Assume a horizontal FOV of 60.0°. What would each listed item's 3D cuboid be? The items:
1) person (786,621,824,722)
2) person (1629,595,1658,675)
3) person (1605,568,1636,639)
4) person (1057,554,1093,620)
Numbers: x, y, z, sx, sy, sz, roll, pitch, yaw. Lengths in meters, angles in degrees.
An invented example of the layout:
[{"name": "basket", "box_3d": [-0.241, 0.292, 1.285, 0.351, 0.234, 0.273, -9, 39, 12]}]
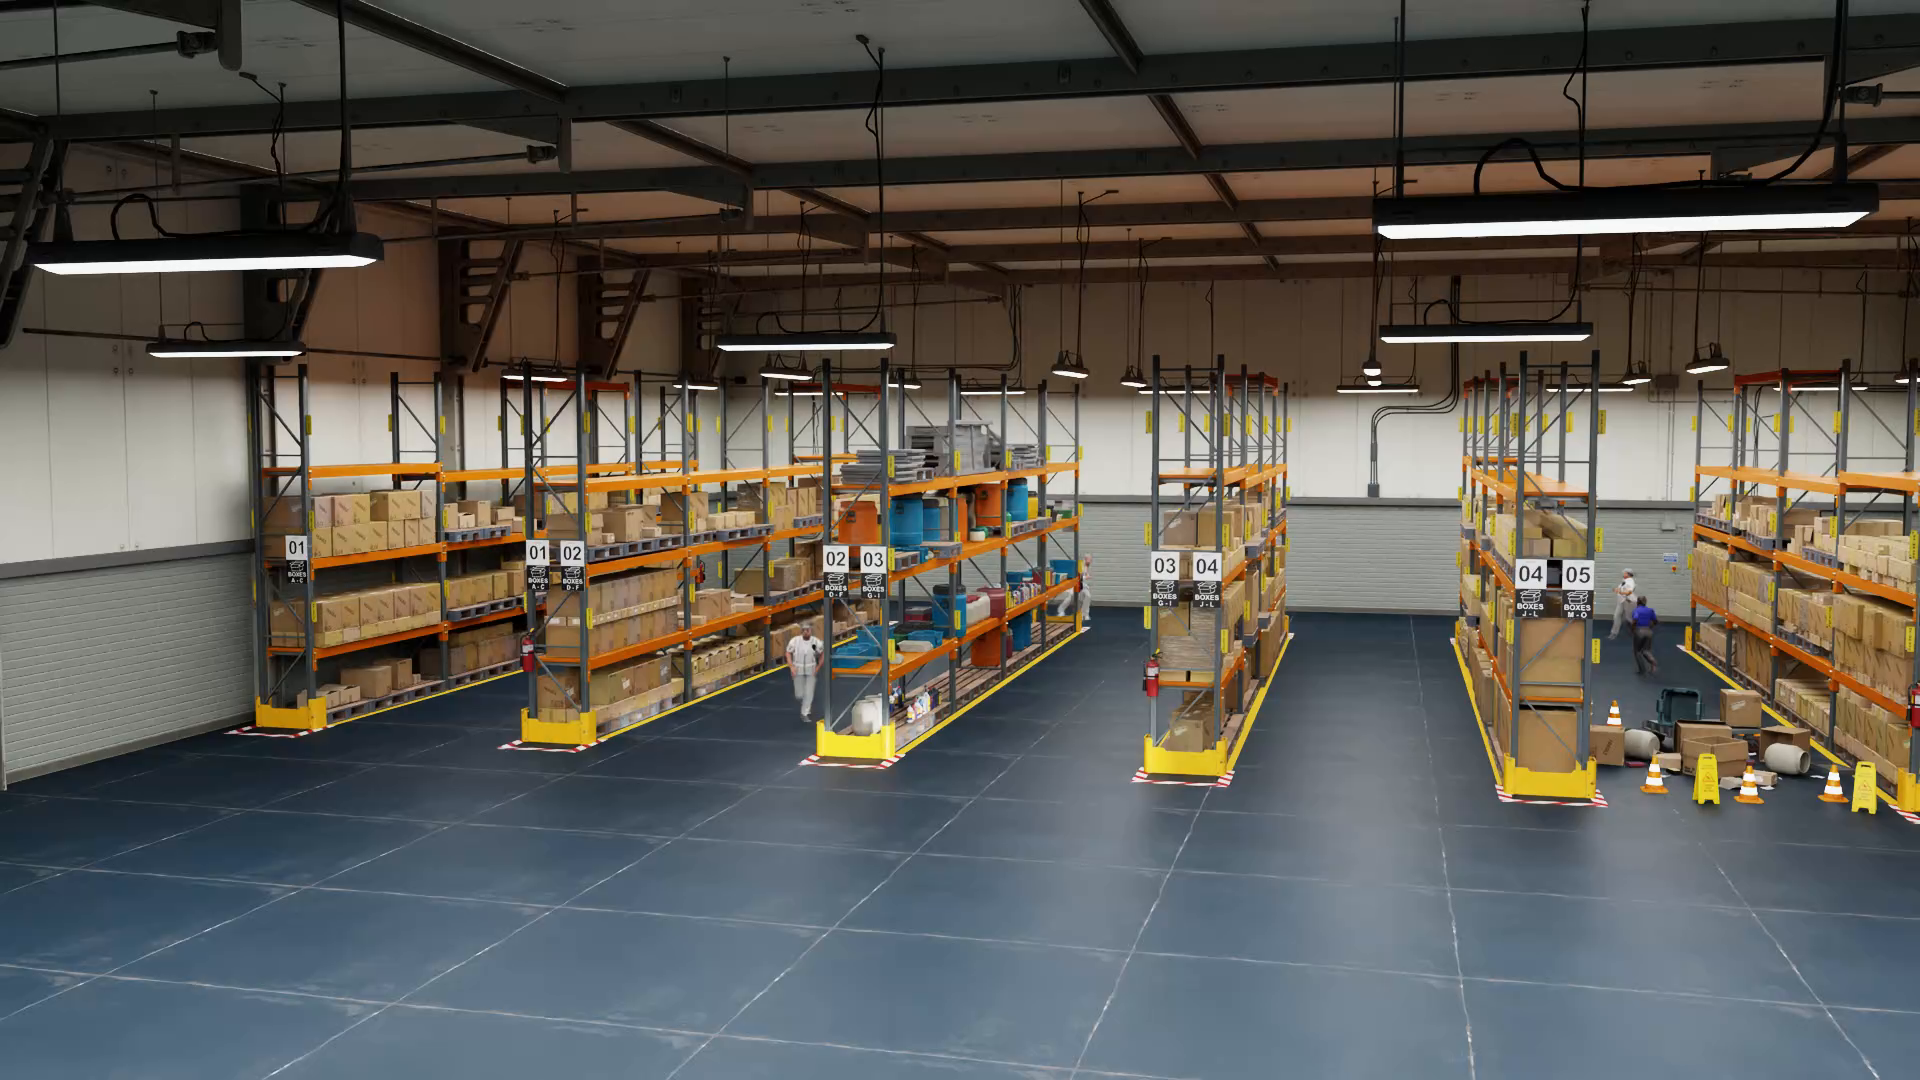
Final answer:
[{"name": "person", "box_3d": [-2.616, 2.212, 28.206, 0.662, 1.711, 0.571, 0, 4, -1]}, {"name": "person", "box_3d": [13.739, 1.929, 33.335, 0.573, 1.576, 0.643, -1, 4, -8]}, {"name": "person", "box_3d": [15.516, 1.489, 38.660, 0.911, 1.681, 0.603, 0, 4, 5]}, {"name": "person", "box_3d": [2.988, 1.223, 42.987, 1.067, 1.746, 0.760, 2, 5, 30]}]
